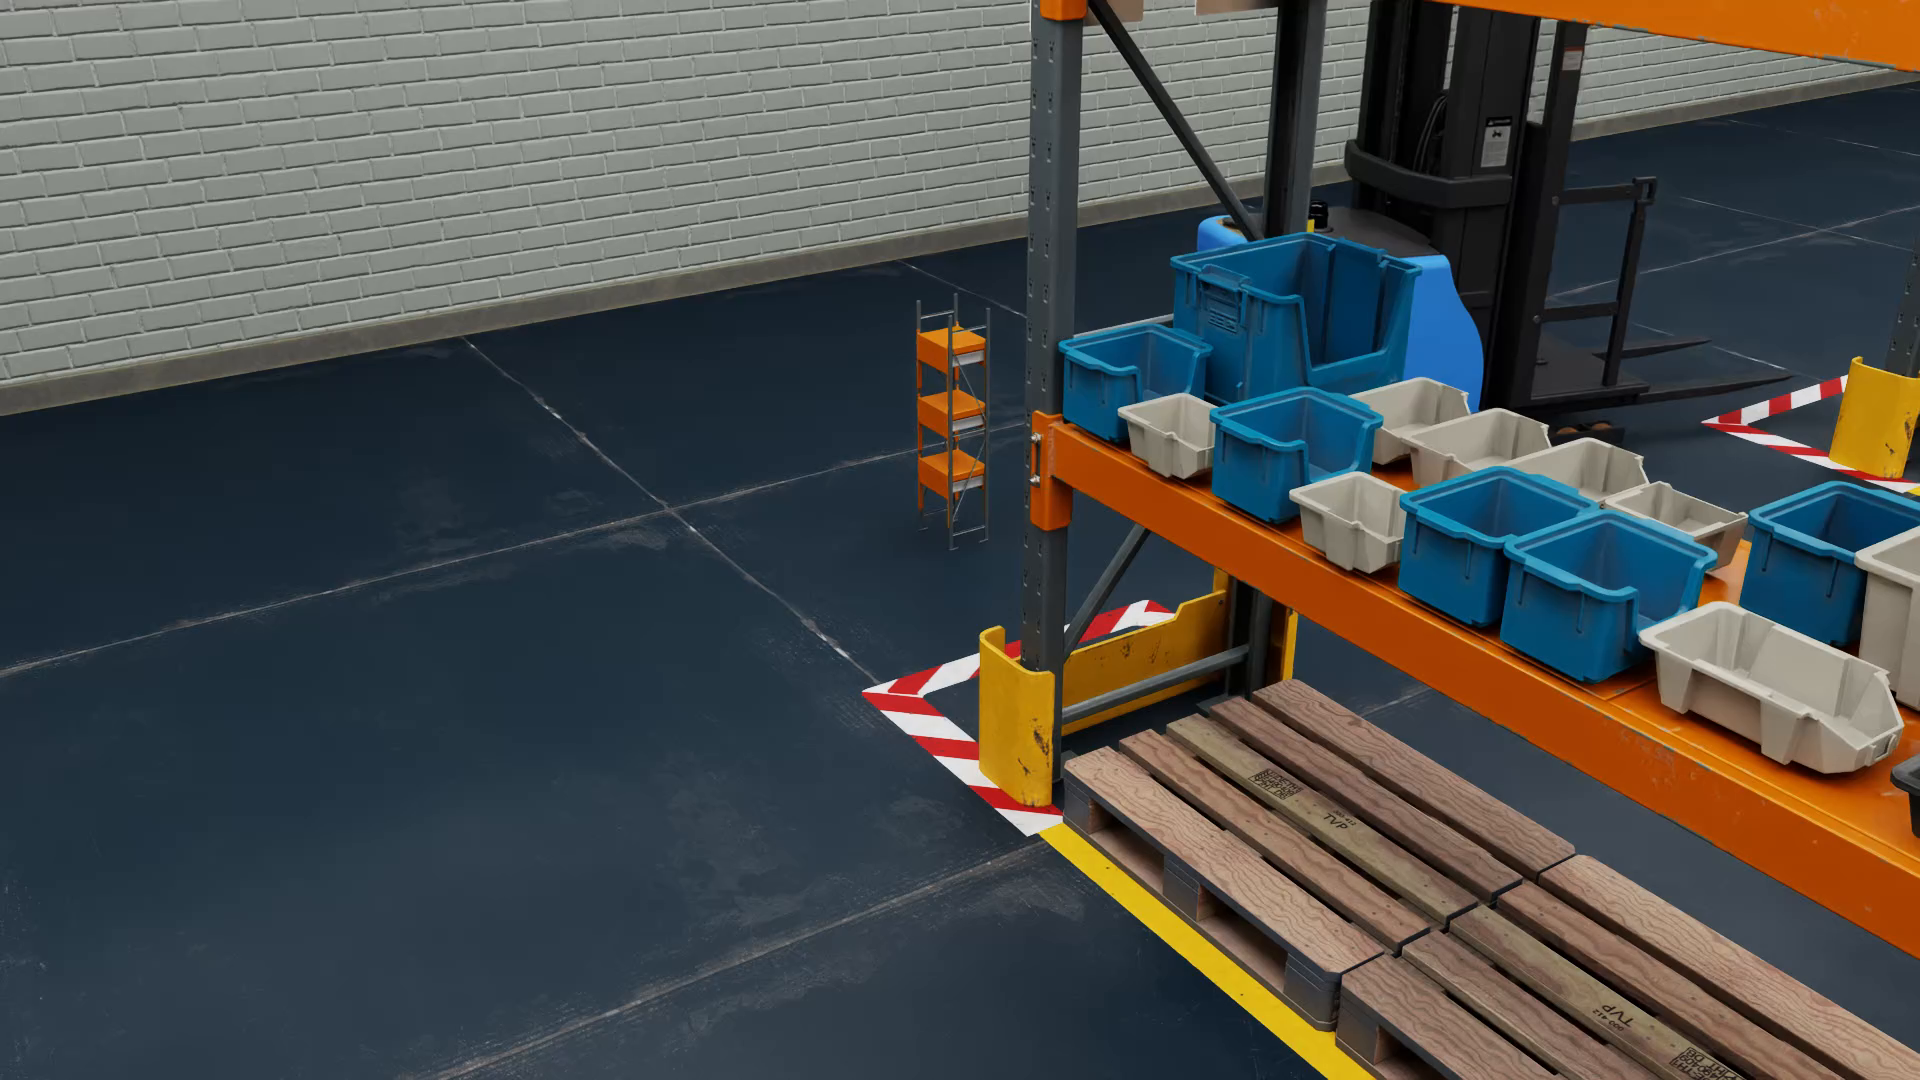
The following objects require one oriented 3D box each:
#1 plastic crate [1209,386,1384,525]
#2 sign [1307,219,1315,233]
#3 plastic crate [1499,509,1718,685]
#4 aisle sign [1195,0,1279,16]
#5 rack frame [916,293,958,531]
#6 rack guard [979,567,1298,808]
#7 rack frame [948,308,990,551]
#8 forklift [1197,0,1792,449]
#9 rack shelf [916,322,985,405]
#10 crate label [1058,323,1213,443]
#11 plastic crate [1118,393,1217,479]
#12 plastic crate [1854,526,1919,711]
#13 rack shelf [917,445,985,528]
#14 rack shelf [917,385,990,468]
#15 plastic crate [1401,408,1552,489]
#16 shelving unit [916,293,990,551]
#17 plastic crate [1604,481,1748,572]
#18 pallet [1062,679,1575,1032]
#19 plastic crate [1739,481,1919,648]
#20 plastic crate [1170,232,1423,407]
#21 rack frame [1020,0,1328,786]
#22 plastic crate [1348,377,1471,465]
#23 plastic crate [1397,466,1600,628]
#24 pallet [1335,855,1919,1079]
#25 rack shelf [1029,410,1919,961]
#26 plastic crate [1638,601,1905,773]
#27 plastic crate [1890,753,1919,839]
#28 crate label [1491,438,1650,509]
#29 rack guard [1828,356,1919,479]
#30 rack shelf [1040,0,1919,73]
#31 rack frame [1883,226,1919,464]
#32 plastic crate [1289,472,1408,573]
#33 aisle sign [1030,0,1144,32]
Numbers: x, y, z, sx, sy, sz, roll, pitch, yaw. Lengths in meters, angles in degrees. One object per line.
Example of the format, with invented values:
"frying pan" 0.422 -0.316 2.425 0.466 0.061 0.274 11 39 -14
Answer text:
"plastic crate" 0.864 -0.217 4.322 0.416 0.233 0.300 -16 29 -30
"sign" 1.098 -0.874 5.396 0.100 0.325 0.005 -16 29 -30
"plastic crate" 1.387 0.126 3.596 0.416 0.233 0.300 -16 29 -30
"aisle sign" 0.852 -1.936 4.792 0.394 0.787 0.004 -16 29 -30
"rack frame" -0.096 -0.538 7.159 0.200 1.050 0.008 -16 29 -30
"rack guard" 0.622 0.459 5.693 1.175 0.500 0.348 -16 29 -30
"rack frame" 0.037 -0.450 6.974 0.200 1.050 0.008 -16 29 -30
"forklift" 2.713 -1.908 7.858 3.031 2.935 1.130 -7 26 -15
"rack shelf" -0.029 -0.741 6.950 0.215 0.259 0.240 -16 29 -30
"crate label" 0.505 -0.453 4.821 0.416 0.233 0.303 -16 29 -30
"plastic crate" 0.611 -0.275 4.557 0.250 0.136 0.298 -16 29 -30
"plastic crate" 2.150 0.202 3.377 0.437 0.282 0.530 -16 29 -30
"rack shelf" -0.029 -0.233 7.190 0.215 0.259 0.240 -16 29 -30
"rack shelf" -0.029 -0.484 7.071 0.215 0.259 0.240 -16 29 -30
"plastic crate" 1.389 -0.218 4.436 0.396 0.136 0.243 -16 29 -30
"shelving unit" -0.029 -0.494 7.066 0.215 1.050 0.252 -16 29 -30
"plastic crate" 1.739 -0.022 4.022 0.298 0.136 0.250 -16 29 -30
"pallet" 1.064 0.899 5.099 1.003 0.211 1.213 -16 29 -30
"plastic crate" 1.982 0.057 3.741 0.416 0.233 0.300 -16 29 -30
"plastic crate" 0.985 -0.633 4.965 0.616 0.435 0.499 -16 29 -30
"rack frame" 0.646 -0.666 5.147 1.000 3.000 0.127 -16 29 -30
"plastic crate" 1.243 -0.325 4.662 0.396 0.136 0.243 -16 29 -30
"plastic crate" 1.224 0.018 3.823 0.416 0.233 0.300 -16 29 -30
"pallet" 1.725 1.335 4.175 1.003 0.211 1.213 -16 29 -30
"rack shelf" 1.738 0.375 3.786 1.077 0.370 4.000 -16 29 -30
"plastic crate" 1.627 0.304 3.331 0.293 0.136 0.466 -16 29 -30
"plastic crate" 1.993 0.524 2.878 0.437 0.125 0.590 -16 29 -30
"crate label" 1.561 -0.124 4.237 0.396 0.136 0.243 -16 29 -30
"rack guard" 4.783 -0.699 8.144 1.175 0.500 0.348 -16 29 -30
"rack shelf" 1.738 -0.982 3.145 1.077 0.370 4.000 -16 29 -30
"rack frame" 4.796 -1.820 7.592 1.000 3.000 0.127 -16 29 -30
"plastic crate" 0.981 -0.032 4.043 0.250 0.136 0.298 -16 29 -30
"aisle sign" 0.358 -1.798 4.500 0.394 0.787 0.004 -16 29 -30
